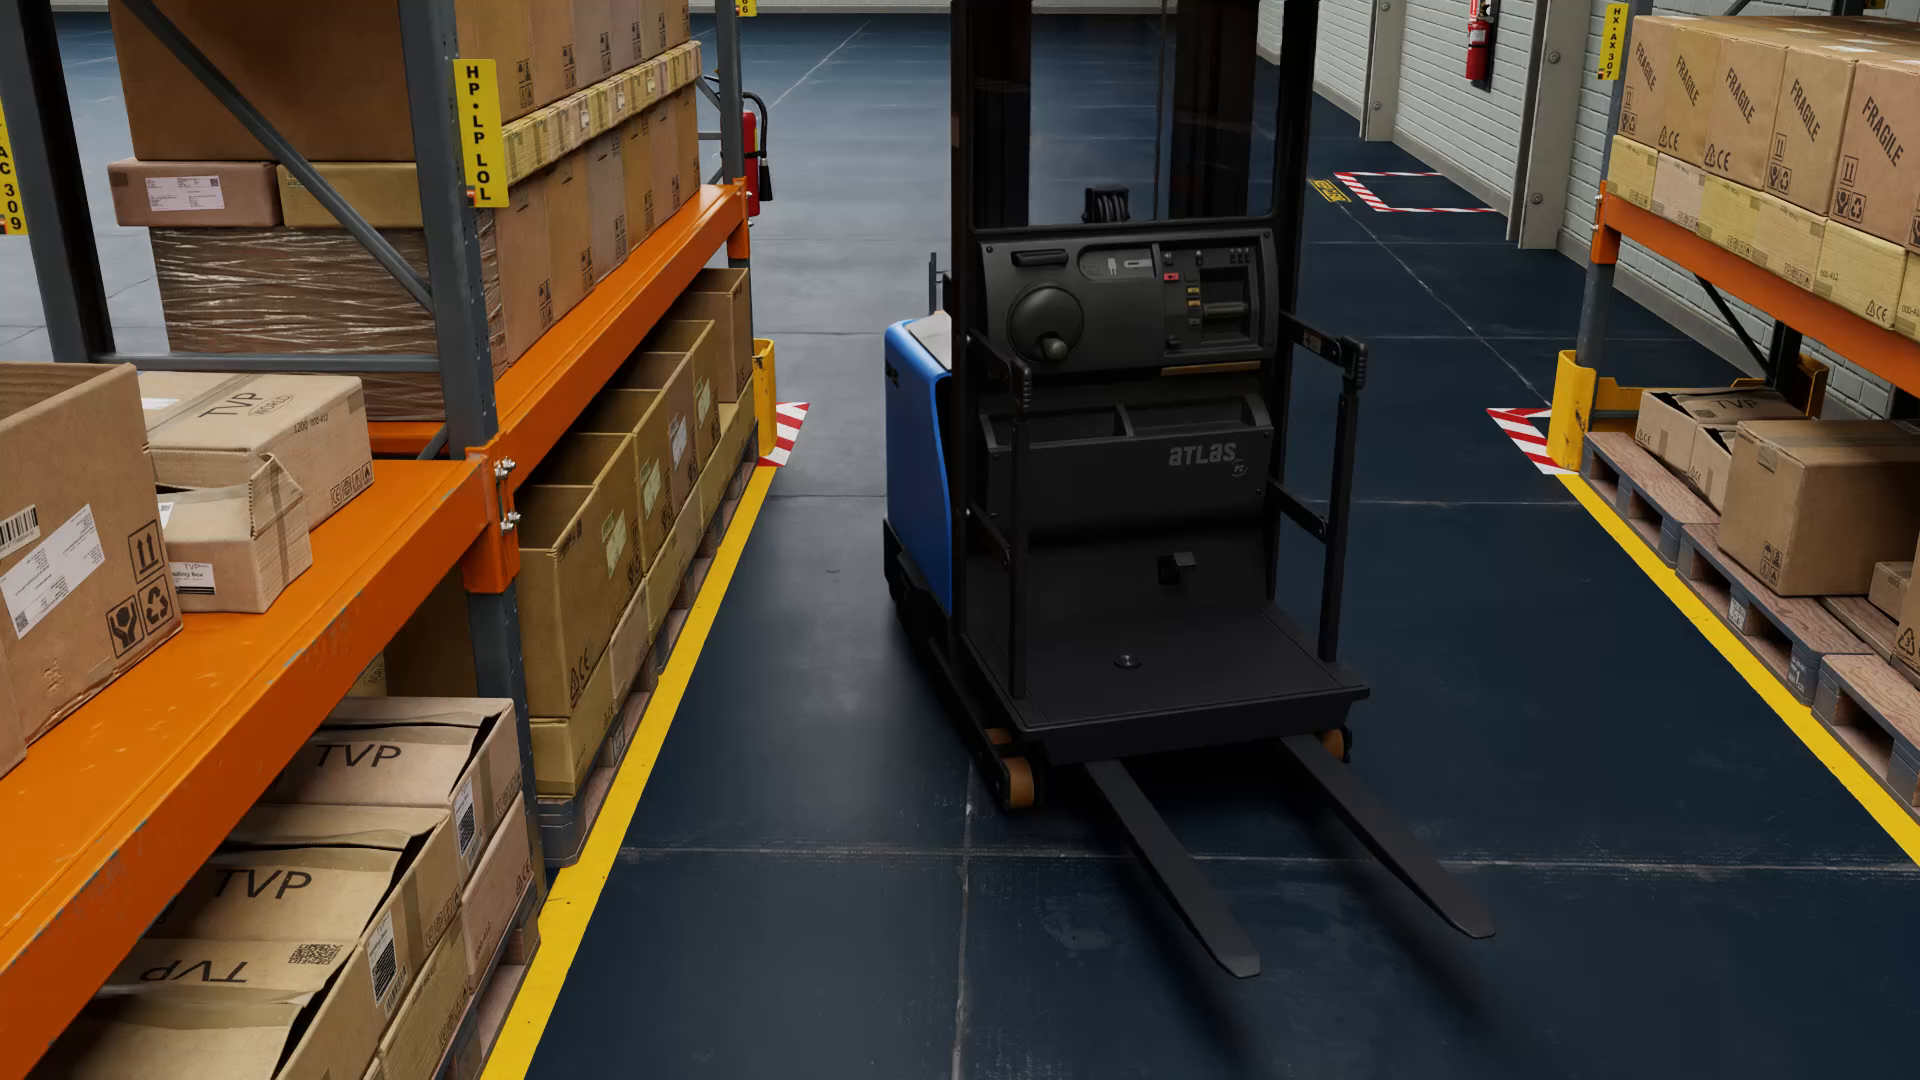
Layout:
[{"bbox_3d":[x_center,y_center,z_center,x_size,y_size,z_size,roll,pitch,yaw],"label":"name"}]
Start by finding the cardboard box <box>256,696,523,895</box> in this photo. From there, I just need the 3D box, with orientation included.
[{"bbox_3d":[-1.350,0.561,3.882,0.500,0.311,0.500,1,21,2],"label":"cardboard box"}]

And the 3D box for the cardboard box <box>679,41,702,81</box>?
[{"bbox_3d":[-1.324,-2.068,7.178,0.380,0.149,0.250,0,21,1],"label":"cardboard box"}]

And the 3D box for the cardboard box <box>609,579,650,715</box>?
[{"bbox_3d":[-1.287,0.328,5.259,0.500,0.250,0.500,1,21,2],"label":"cardboard box"}]

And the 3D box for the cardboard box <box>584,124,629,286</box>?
[{"bbox_3d":[-1.574,-1.178,5.780,0.700,0.500,0.500,1,21,3],"label":"cardboard box"}]

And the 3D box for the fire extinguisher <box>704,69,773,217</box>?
[{"bbox_3d":[-1.034,-1.861,7.786,0.296,0.674,0.183,1,21,2],"label":"fire extinguisher"}]

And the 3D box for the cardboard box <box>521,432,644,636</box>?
[{"bbox_3d":[-1.290,-0.022,5.123,0.500,0.500,0.500,1,21,2],"label":"cardboard box"}]

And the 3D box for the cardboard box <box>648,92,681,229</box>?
[{"bbox_3d":[-1.541,-1.548,6.733,0.700,0.500,0.500,1,21,3],"label":"cardboard box"}]

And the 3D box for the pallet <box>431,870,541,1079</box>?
[{"bbox_3d":[-1.607,1.153,3.765,1.003,0.211,1.213,1,21,2],"label":"pallet"}]

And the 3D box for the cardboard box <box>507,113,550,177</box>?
[{"bbox_3d":[-1.402,-1.136,4.776,0.380,0.149,0.250,0,21,1],"label":"cardboard box"}]

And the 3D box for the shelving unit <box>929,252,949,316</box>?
[{"bbox_3d":[0.000,-0.565,6.825,0.258,1.200,0.189,1,21,2],"label":"shelving unit"}]

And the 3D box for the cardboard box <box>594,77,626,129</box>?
[{"bbox_3d":[-1.369,-1.508,5.733,0.380,0.149,0.250,0,21,1],"label":"cardboard box"}]

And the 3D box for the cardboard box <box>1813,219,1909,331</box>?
[{"bbox_3d":[3.062,-0.836,5.217,0.500,0.250,0.500,1,21,1],"label":"cardboard box"}]

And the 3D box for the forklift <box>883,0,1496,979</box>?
[{"bbox_3d":[0.575,-0.713,4.815,1.130,2.935,3.031,-5,22,-14],"label":"forklift"}]

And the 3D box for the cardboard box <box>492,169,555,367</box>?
[{"bbox_3d":[-1.607,-0.811,4.835,0.700,0.500,0.500,0,21,1],"label":"cardboard box"}]

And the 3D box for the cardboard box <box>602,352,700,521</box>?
[{"bbox_3d":[-1.253,-0.384,6.055,0.500,0.500,0.500,1,21,2],"label":"cardboard box"}]

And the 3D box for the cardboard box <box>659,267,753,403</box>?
[{"bbox_3d":[-1.221,-0.926,7.453,0.500,0.500,0.500,1,21,2],"label":"cardboard box"}]

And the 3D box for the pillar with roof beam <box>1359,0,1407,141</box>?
[{"bbox_3d":[0.354,-8.727,17.080,9.100,9.000,0.400,1,21,2],"label":"pillar with roof beam"}]

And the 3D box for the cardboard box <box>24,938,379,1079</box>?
[{"bbox_3d":[-1.377,0.929,2.932,0.500,0.311,0.500,1,21,1],"label":"cardboard box"}]

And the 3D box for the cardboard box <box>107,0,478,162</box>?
[{"bbox_3d":[-1.617,-1.225,4.109,0.700,0.500,0.500,1,21,2],"label":"cardboard box"}]

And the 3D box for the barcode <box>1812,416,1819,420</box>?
[{"bbox_3d":[3.737,-0.502,7.273,0.001,0.075,0.075,1,21,2],"label":"barcode"}]

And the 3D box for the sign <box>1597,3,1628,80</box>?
[{"bbox_3d":[2.907,-2.216,7.397,0.100,0.325,0.005,1,21,2],"label":"sign"}]

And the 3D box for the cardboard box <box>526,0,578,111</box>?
[{"bbox_3d":[-1.587,-1.589,5.046,0.700,0.500,0.500,1,21,2],"label":"cardboard box"}]

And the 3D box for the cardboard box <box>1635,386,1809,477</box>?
[{"bbox_3d":[3.338,-0.509,7.303,0.500,0.311,0.500,-2,21,-4],"label":"cardboard box"}]

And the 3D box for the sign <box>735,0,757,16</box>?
[{"bbox_3d":[-0.960,-2.499,7.395,0.100,0.325,0.005,1,21,2],"label":"sign"}]

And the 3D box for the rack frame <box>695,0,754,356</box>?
[{"bbox_3d":[-1.502,-1.860,7.675,1.000,3.000,0.127,1,21,2],"label":"rack frame"}]

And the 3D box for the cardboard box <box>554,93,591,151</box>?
[{"bbox_3d":[-1.387,-1.323,5.258,0.380,0.149,0.250,0,21,0],"label":"cardboard box"}]

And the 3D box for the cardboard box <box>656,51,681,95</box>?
[{"bbox_3d":[-1.338,-1.881,6.696,0.380,0.149,0.250,0,21,1],"label":"cardboard box"}]

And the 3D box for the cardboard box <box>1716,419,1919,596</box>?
[{"bbox_3d":[3.249,-0.126,6.055,0.700,0.500,0.500,-1,21,-2],"label":"cardboard box"}]

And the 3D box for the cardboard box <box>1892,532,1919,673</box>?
[{"bbox_3d":[3.319,0.224,5.152,0.500,0.500,0.500,-1,21,-2],"label":"cardboard box"}]

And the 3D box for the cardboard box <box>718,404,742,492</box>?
[{"bbox_3d":[-1.227,-0.396,7.122,0.500,0.250,0.500,1,21,2],"label":"cardboard box"}]

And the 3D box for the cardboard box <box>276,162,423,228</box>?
[{"bbox_3d":[-1.422,-0.858,4.057,0.380,0.149,0.250,1,21,2],"label":"cardboard box"}]

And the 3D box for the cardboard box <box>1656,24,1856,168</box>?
[{"bbox_3d":[3.109,-1.748,6.529,0.500,0.500,0.500,1,21,2],"label":"cardboard box"}]

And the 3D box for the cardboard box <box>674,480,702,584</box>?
[{"bbox_3d":[-1.257,-0.034,6.190,0.500,0.250,0.500,1,21,2],"label":"cardboard box"}]

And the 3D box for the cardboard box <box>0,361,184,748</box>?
[{"bbox_3d":[-1.680,0.008,2.724,0.500,0.500,0.500,2,21,6],"label":"cardboard box"}]

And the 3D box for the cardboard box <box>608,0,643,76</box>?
[{"bbox_3d":[-1.556,-1.951,5.979,0.700,0.500,0.500,1,21,2],"label":"cardboard box"}]

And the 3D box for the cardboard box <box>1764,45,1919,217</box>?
[{"bbox_3d":[3.083,-1.374,5.567,0.500,0.500,0.500,1,21,3],"label":"cardboard box"}]

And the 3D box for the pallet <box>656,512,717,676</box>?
[{"bbox_3d":[-1.524,0.157,6.332,1.003,0.211,1.213,1,21,2],"label":"pallet"}]

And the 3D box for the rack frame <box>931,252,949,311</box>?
[{"bbox_3d":[0.003,-0.598,6.911,0.240,1.200,0.006,1,21,2],"label":"rack frame"}]

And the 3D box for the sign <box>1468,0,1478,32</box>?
[{"bbox_3d":[4.708,-4.822,15.260,0.001,0.329,0.234,1,21,2],"label":"sign"}]

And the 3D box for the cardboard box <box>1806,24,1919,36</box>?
[{"bbox_3d":[3.622,-1.741,6.512,0.500,0.500,0.500,1,21,2],"label":"cardboard box"}]

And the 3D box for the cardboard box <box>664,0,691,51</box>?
[{"bbox_3d":[-1.531,-2.323,6.938,0.700,0.500,0.500,1,21,2],"label":"cardboard box"}]

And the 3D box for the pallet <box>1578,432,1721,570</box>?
[{"bbox_3d":[3.387,-0.186,7.216,1.003,0.211,1.213,1,21,2],"label":"pallet"}]

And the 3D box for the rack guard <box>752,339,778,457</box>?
[{"bbox_3d":[-1.502,-0.703,8.150,1.175,0.500,0.348,1,21,2],"label":"rack guard"}]

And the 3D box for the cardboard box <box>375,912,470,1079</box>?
[{"bbox_3d":[-1.364,1.009,3.503,0.500,0.250,0.500,0,21,1],"label":"cardboard box"}]

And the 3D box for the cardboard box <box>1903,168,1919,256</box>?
[{"bbox_3d":[3.042,-1.004,4.613,0.500,0.500,0.500,1,21,1],"label":"cardboard box"}]

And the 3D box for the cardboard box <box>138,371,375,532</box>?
[{"bbox_3d":[-1.595,-0.165,3.515,0.500,0.250,0.500,2,21,5],"label":"cardboard box"}]

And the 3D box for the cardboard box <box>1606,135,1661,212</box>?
[{"bbox_3d":[3.117,-1.573,7.116,0.500,0.250,0.500,0,21,0],"label":"cardboard box"}]

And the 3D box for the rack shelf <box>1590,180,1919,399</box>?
[{"bbox_3d":[3.388,-0.748,5.805,1.077,0.370,4.000,1,21,2],"label":"rack shelf"}]

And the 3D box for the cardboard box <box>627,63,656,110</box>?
[{"bbox_3d":[-1.355,-1.696,6.217,0.380,0.149,0.250,1,21,3],"label":"cardboard box"}]

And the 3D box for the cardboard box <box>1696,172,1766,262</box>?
[{"bbox_3d":[3.094,-1.201,6.157,0.500,0.250,0.500,0,21,1],"label":"cardboard box"}]

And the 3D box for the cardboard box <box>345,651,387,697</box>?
[{"bbox_3d":[-1.828,0.503,4.808,0.500,0.250,0.500,1,21,2],"label":"cardboard box"}]

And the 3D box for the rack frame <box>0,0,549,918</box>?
[{"bbox_3d":[-1.624,-0.413,3.948,1.000,3.000,0.127,1,21,2],"label":"rack frame"}]
